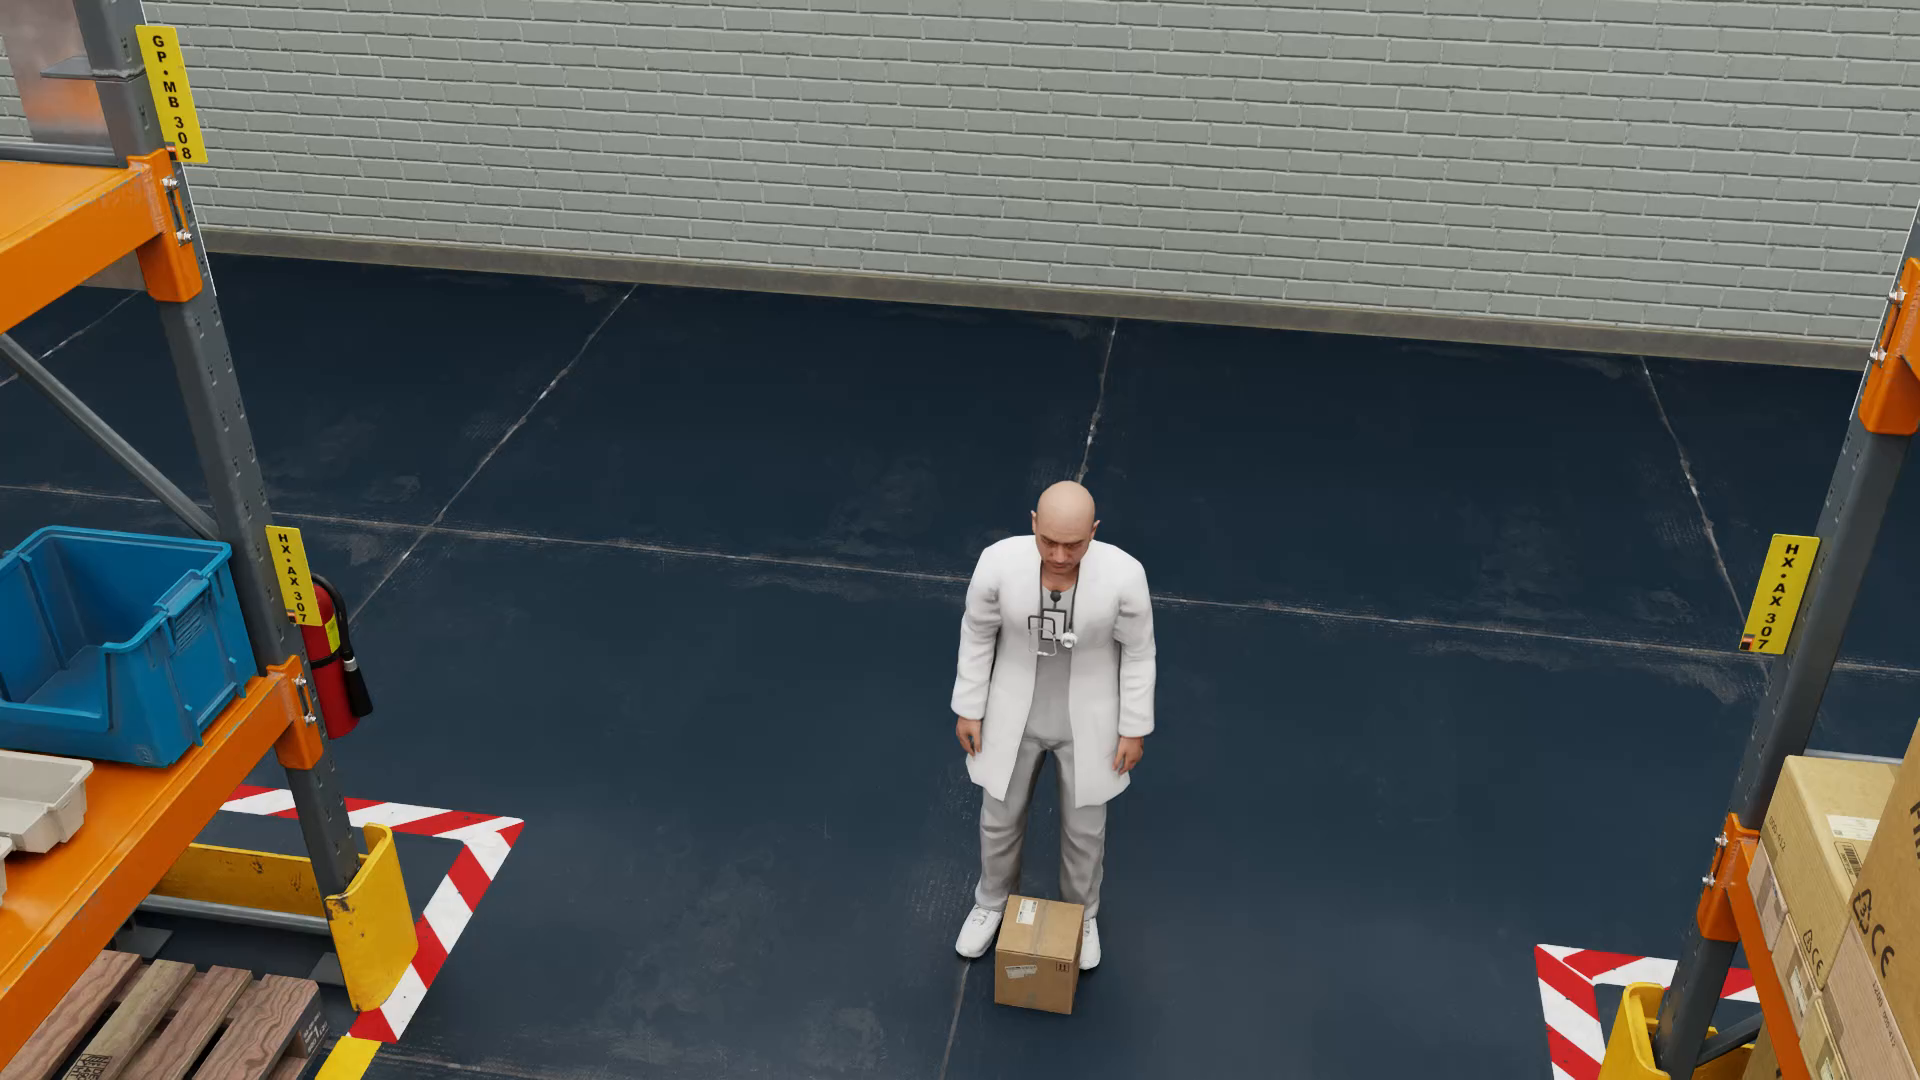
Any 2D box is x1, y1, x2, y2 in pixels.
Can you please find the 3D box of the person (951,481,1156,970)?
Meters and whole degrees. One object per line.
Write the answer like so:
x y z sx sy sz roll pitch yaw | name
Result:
0.287 0.573 5.233 0.641 1.773 0.427 5 32 8 | person
